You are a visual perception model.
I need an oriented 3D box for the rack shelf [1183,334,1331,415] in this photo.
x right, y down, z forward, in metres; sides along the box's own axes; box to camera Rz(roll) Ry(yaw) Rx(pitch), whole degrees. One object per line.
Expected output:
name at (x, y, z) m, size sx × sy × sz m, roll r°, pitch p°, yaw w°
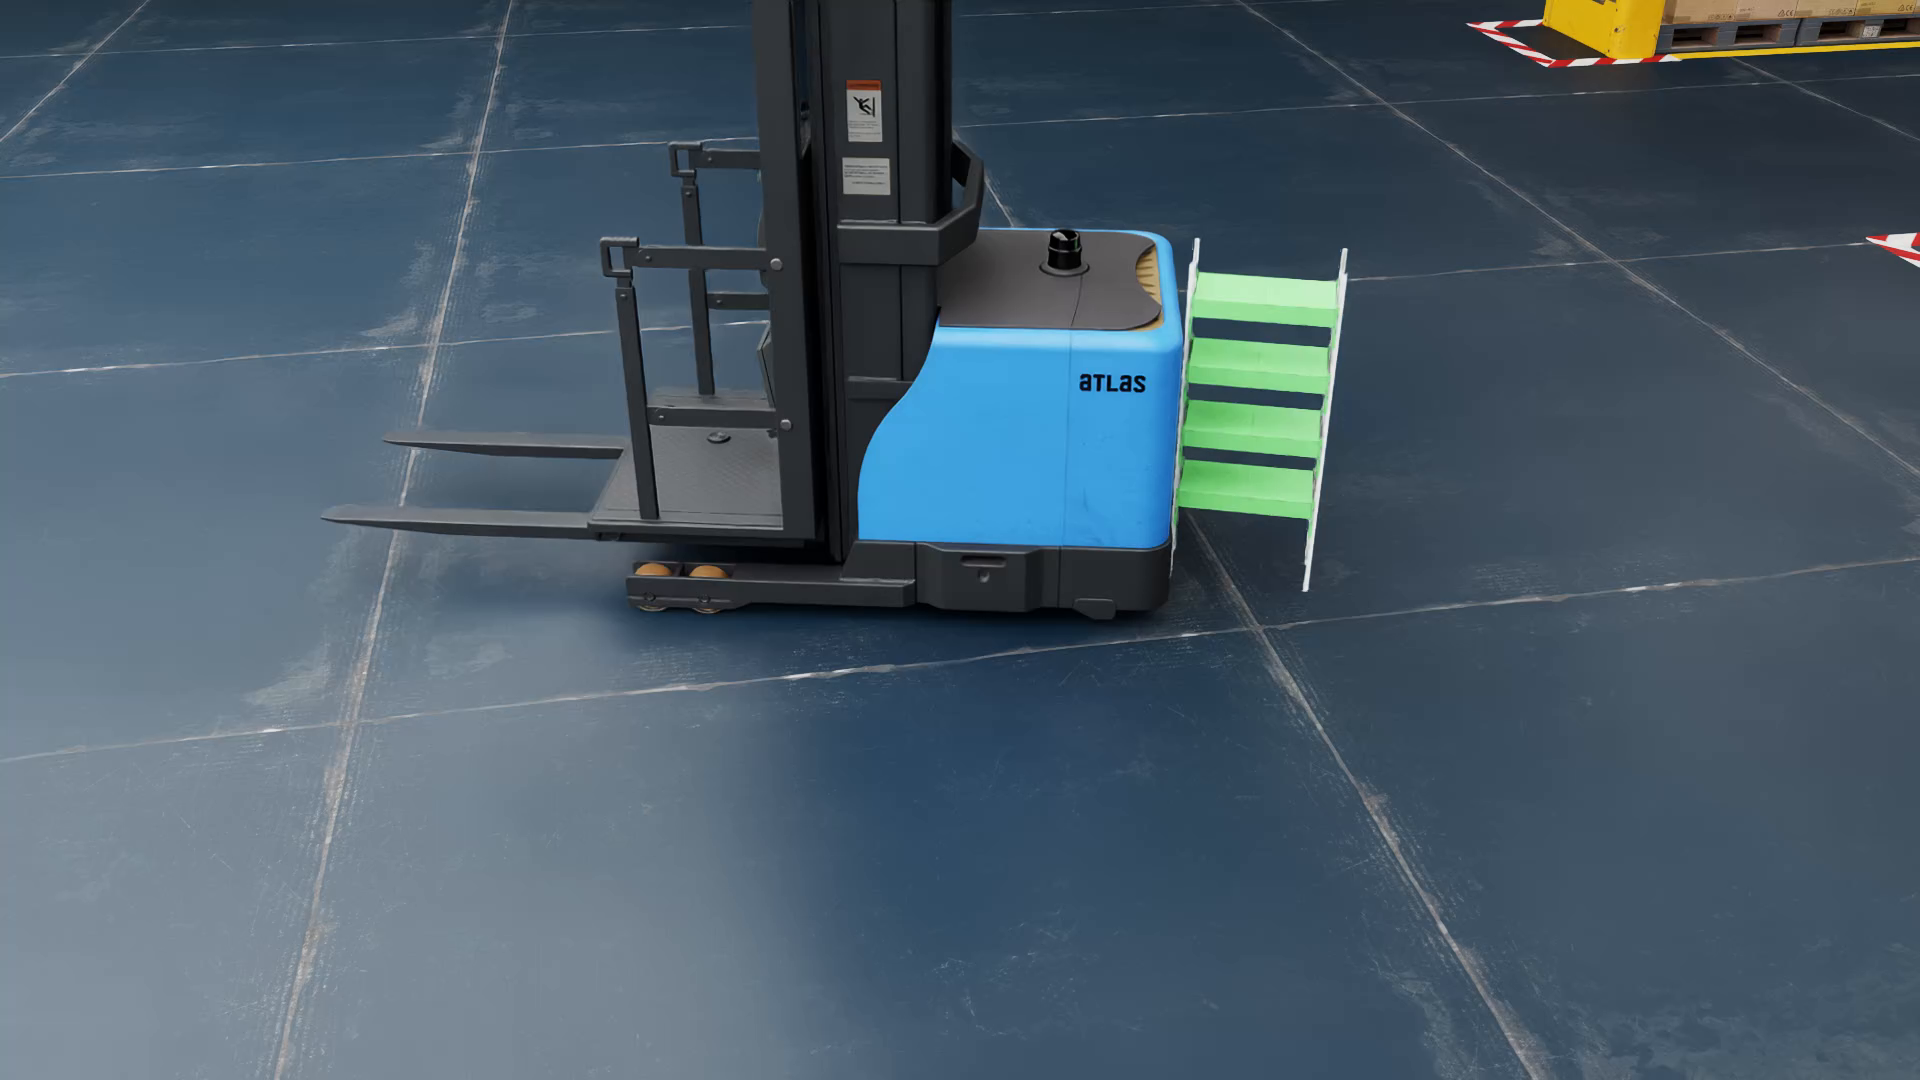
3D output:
rack shelf at (1.018, -0.568, 5.685) m, size 0.480 × 0.148 × 0.258 m, roll 6°, pitch 31°, yaw 10°

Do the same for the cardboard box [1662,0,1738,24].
cardboard box at (5.489, -4.081, 12.530) m, size 0.500 × 0.250 × 0.500 m, roll -5°, pitch 31°, yaw -9°

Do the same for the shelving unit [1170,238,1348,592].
shelving unit at (1.018, -0.417, 5.775) m, size 0.503 × 1.200 × 0.258 m, roll 6°, pitch 31°, yaw 10°

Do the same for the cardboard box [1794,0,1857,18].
cardboard box at (6.472, -4.174, 12.688) m, size 0.500 × 0.250 × 0.500 m, roll -5°, pitch 31°, yaw -9°

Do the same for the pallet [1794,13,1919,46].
pallet at (6.864, -4.146, 13.092) m, size 1.213 × 0.211 × 1.003 m, roll -5°, pitch 31°, yaw -9°

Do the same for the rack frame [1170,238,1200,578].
rack frame at (0.778, -0.441, 5.815) m, size 0.015 × 1.200 × 0.240 m, roll 6°, pitch 31°, yaw 10°

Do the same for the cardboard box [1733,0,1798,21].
cardboard box at (5.980, -4.129, 12.611) m, size 0.500 × 0.250 × 0.500 m, roll -5°, pitch 31°, yaw -9°

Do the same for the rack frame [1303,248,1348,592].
rack frame at (1.257, -0.393, 5.734) m, size 0.015 × 1.200 × 0.240 m, roll 6°, pitch 31°, yaw 10°

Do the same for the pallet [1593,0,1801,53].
pallet at (5.666, -4.036, 12.906) m, size 1.213 × 0.211 × 1.003 m, roll -5°, pitch 31°, yaw -9°

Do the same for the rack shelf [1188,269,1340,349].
rack shelf at (1.018, -0.775, 5.563) m, size 0.480 × 0.148 × 0.258 m, roll 6°, pitch 31°, yaw 10°

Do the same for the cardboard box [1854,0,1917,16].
cardboard box at (6.965, -4.217, 12.762) m, size 0.500 × 0.250 × 0.500 m, roll -5°, pitch 31°, yaw -9°

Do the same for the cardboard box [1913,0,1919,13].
cardboard box at (7.456, -4.263, 12.840) m, size 0.500 × 0.250 × 0.500 m, roll -5°, pitch 31°, yaw -9°

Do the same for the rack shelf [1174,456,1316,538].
rack shelf at (1.018, -0.155, 5.929) m, size 0.480 × 0.148 × 0.258 m, roll 6°, pitch 31°, yaw 10°

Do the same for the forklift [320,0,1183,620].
forklift at (-0.761, -1.271, 5.520) m, size 3.031 × 2.935 × 1.130 m, roll 2°, pitch 31°, yaw 3°

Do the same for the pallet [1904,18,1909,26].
pallet at (8.066, -4.259, 13.285) m, size 1.213 × 0.211 × 1.003 m, roll -5°, pitch 31°, yaw -9°

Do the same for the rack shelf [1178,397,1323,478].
rack shelf at (1.018, -0.362, 5.807) m, size 0.480 × 0.148 × 0.258 m, roll 6°, pitch 31°, yaw 10°

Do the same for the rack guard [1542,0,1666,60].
rack guard at (4.898, -4.068, 12.675) m, size 0.348 × 0.500 × 1.175 m, roll -5°, pitch 31°, yaw -9°
